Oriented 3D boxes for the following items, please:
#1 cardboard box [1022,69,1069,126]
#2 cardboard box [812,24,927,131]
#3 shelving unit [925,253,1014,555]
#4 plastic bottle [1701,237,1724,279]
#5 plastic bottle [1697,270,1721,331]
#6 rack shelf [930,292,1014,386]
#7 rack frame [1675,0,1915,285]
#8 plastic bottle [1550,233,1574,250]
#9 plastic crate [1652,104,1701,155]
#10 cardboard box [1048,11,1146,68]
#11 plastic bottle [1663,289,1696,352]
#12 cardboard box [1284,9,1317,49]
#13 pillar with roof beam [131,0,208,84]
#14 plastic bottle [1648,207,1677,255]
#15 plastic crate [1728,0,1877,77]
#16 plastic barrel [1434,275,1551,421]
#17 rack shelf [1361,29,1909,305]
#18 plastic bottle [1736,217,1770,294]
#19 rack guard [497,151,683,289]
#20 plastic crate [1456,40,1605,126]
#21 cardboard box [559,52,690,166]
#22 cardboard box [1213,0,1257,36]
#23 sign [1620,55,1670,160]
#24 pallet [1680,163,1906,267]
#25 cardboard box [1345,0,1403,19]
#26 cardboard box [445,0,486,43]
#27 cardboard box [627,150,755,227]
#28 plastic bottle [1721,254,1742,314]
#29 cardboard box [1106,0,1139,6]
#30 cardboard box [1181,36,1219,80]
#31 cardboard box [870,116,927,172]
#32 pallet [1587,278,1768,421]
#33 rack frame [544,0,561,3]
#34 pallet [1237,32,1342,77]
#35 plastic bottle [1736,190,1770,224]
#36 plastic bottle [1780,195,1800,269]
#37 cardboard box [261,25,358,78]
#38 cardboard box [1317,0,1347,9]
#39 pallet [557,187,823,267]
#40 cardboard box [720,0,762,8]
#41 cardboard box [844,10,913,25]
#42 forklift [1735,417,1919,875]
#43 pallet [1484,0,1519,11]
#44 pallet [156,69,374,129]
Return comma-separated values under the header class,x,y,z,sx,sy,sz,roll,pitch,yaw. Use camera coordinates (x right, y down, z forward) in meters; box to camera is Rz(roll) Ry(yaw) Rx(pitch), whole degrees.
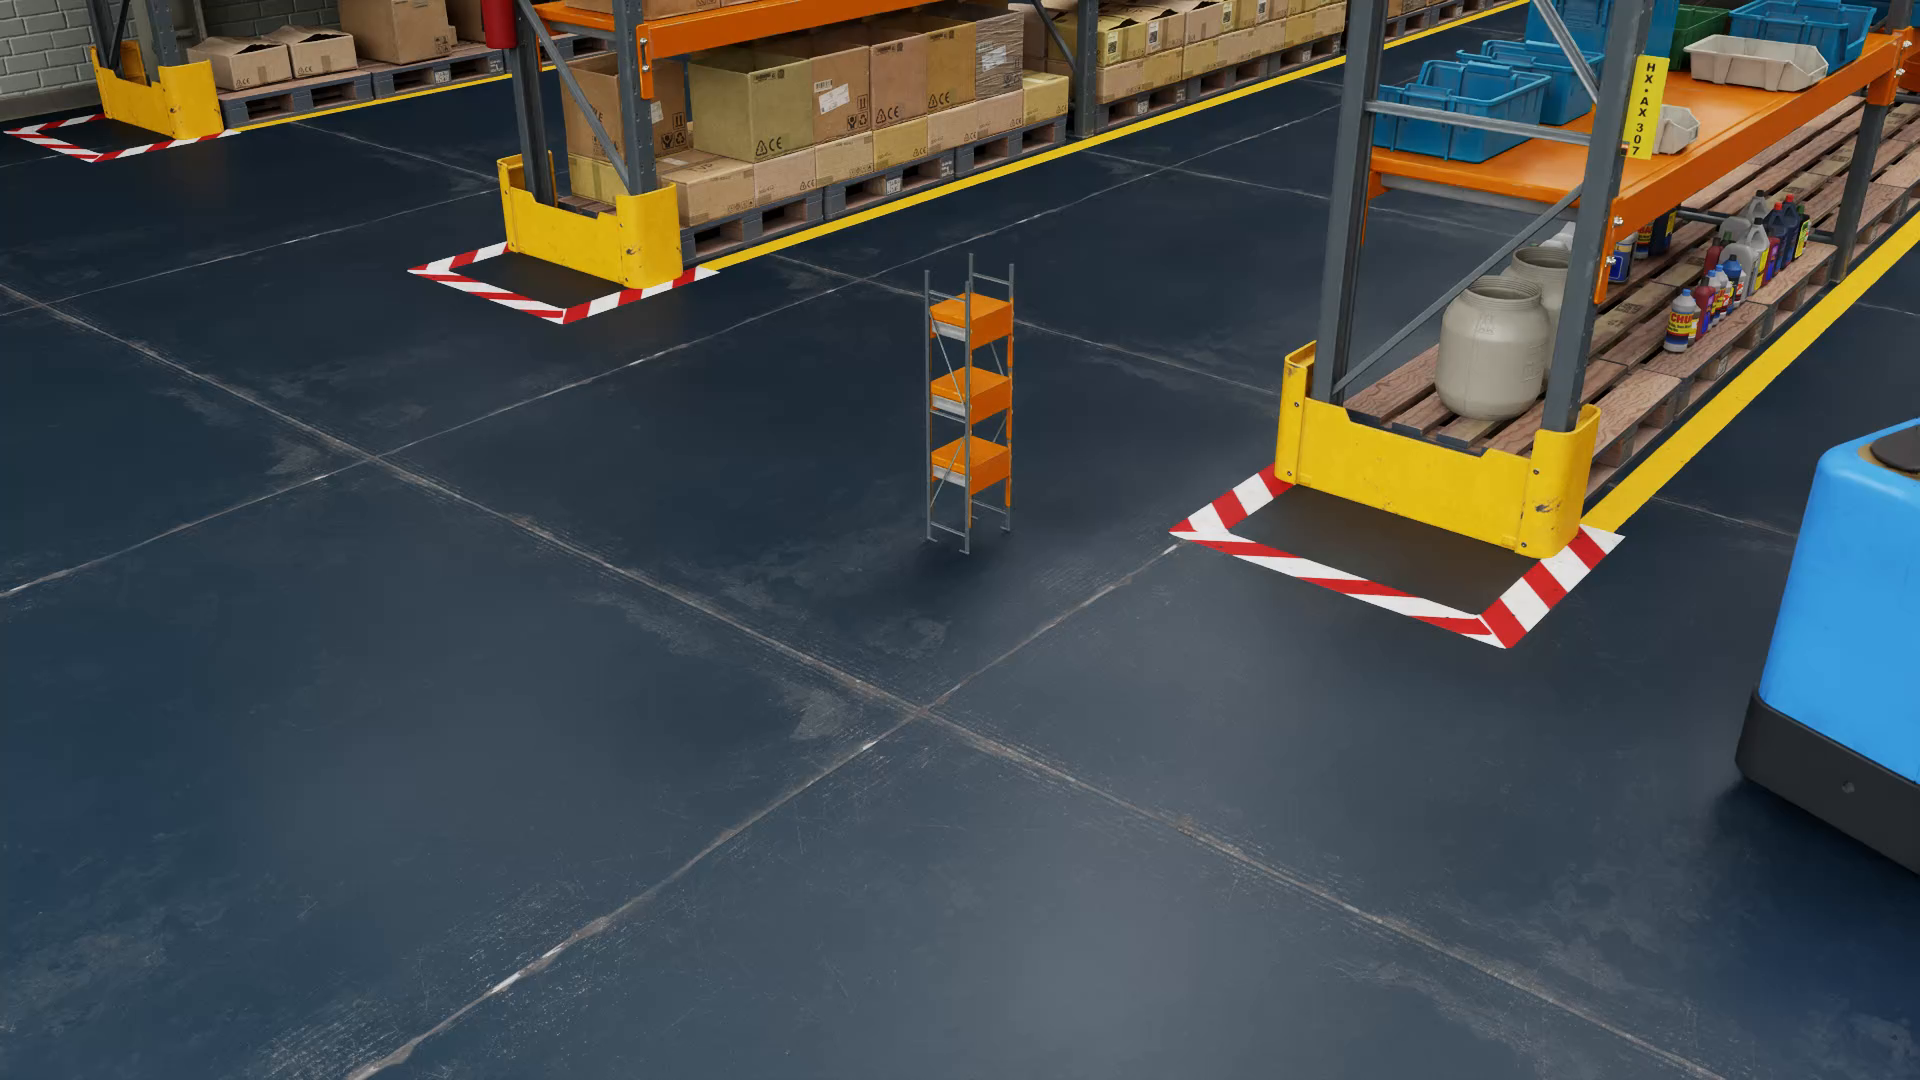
class,x,y,z,sx,sy,sz,roll,pitch,yaw
cardboard box,0.397,-3.046,11.408,0.500,0.250,0.500,21,34,34
cardboard box,-0.552,-2.845,10.204,0.500,0.500,0.500,21,34,34
shelving unit,0.034,-0.485,6.045,0.215,1.050,0.252,21,34,34
plastic bottle,3.639,-1.328,8.030,0.061,0.283,0.133,21,34,34
plastic bottle,3.410,-1.098,7.599,0.097,0.271,0.097,0,27,0
rack shelf,0.034,-0.728,5.920,0.215,0.259,0.240,21,34,34
rack frame,4.343,-2.860,8.513,1.000,3.000,0.127,21,34,34
plastic bottle,2.898,-1.337,8.055,0.152,0.276,0.135,20,33,33
plastic crate,2.616,-1.548,6.264,0.298,0.136,0.250,21,34,34
cardboard box,0.978,-3.597,11.863,0.500,0.311,0.500,21,34,35
plastic bottle,3.192,-0.977,7.364,0.097,0.271,0.097,0,27,0
cardboard box,2.596,-4.250,13.737,0.500,0.250,0.500,20,34,34
pillar with roof beam,-2.746,-6.244,8.527,9.100,9.000,0.400,21,34,34
plastic bottle,3.621,-1.671,8.621,0.144,0.351,0.185,21,34,34
plastic crate,3.848,-2.322,7.635,0.499,0.251,0.616,21,34,34
plastic barrel,2.158,-0.779,6.741,0.421,0.512,0.421,0,27,0
rack shelf,3.071,-1.831,7.308,1.077,0.370,4.000,21,34,34
plastic bottle,3.828,-1.383,8.064,0.144,0.351,0.185,21,34,34
rack guard,-2.036,-1.772,9.131,1.175,0.500,0.348,21,34,34
plastic crate,2.304,-1.869,6.760,0.499,0.251,0.408,21,34,34
cardboard box,-1.910,-2.466,9.471,0.500,0.500,0.500,21,34,34
cardboard box,1.955,-4.142,12.917,0.500,0.311,0.500,22,34,36
sign,2.220,-1.402,5.394,0.100,0.325,0.005,21,34,34
pallet,4.812,-1.911,9.714,1.003,0.211,1.213,21,34,34
cardboard box,3.577,-4.890,14.679,0.500,0.500,0.500,22,35,36
cardboard box,-3.931,-4.461,13.850,0.500,0.500,0.500,18,32,31
cardboard box,-1.508,-1.981,9.350,0.500,0.250,0.500,21,34,34
plastic bottle,3.603,-1.206,7.806,0.097,0.271,0.097,0,27,0
cardboard box,1.205,-4.113,12.861,0.500,0.311,0.500,21,34,34
cardboard box,1.624,-3.710,12.692,0.500,0.250,0.500,20,33,33
cardboard box,-0.553,-2.512,10.377,0.500,0.250,0.500,21,34,34
pallet,3.108,-0.961,7.877,1.003,0.211,1.213,21,34,34
rack frame,-3.302,-5.755,14.110,1.000,3.000,0.127,21,34,34
pallet,2.514,-4.208,14.154,1.003,0.211,1.213,21,34,34
plastic bottle,4.044,-1.608,8.498,0.144,0.351,0.185,21,34,34
plastic bottle,4.156,-1.566,8.417,0.144,0.351,0.185,20,33,33
cardboard box,-4.974,-3.759,12.700,0.500,0.311,0.500,24,36,38
cardboard box,2.924,-4.683,13.964,0.500,0.311,0.500,22,34,36
pallet,-1.567,-1.935,9.761,1.003,0.211,1.213,21,34,34
cardboard box,-1.384,-3.284,9.225,0.700,0.500,0.500,22,34,36
cardboard box,-0.649,-3.179,10.851,0.500,0.500,0.500,21,34,34
forklift,3.778,-0.749,4.507,3.031,2.935,1.130,-16,31,-27
pallet,5.123,-5.607,16.859,1.003,0.211,1.213,21,34,34
pallet,-5.254,-3.403,12.598,1.003,0.211,1.213,21,34,34
